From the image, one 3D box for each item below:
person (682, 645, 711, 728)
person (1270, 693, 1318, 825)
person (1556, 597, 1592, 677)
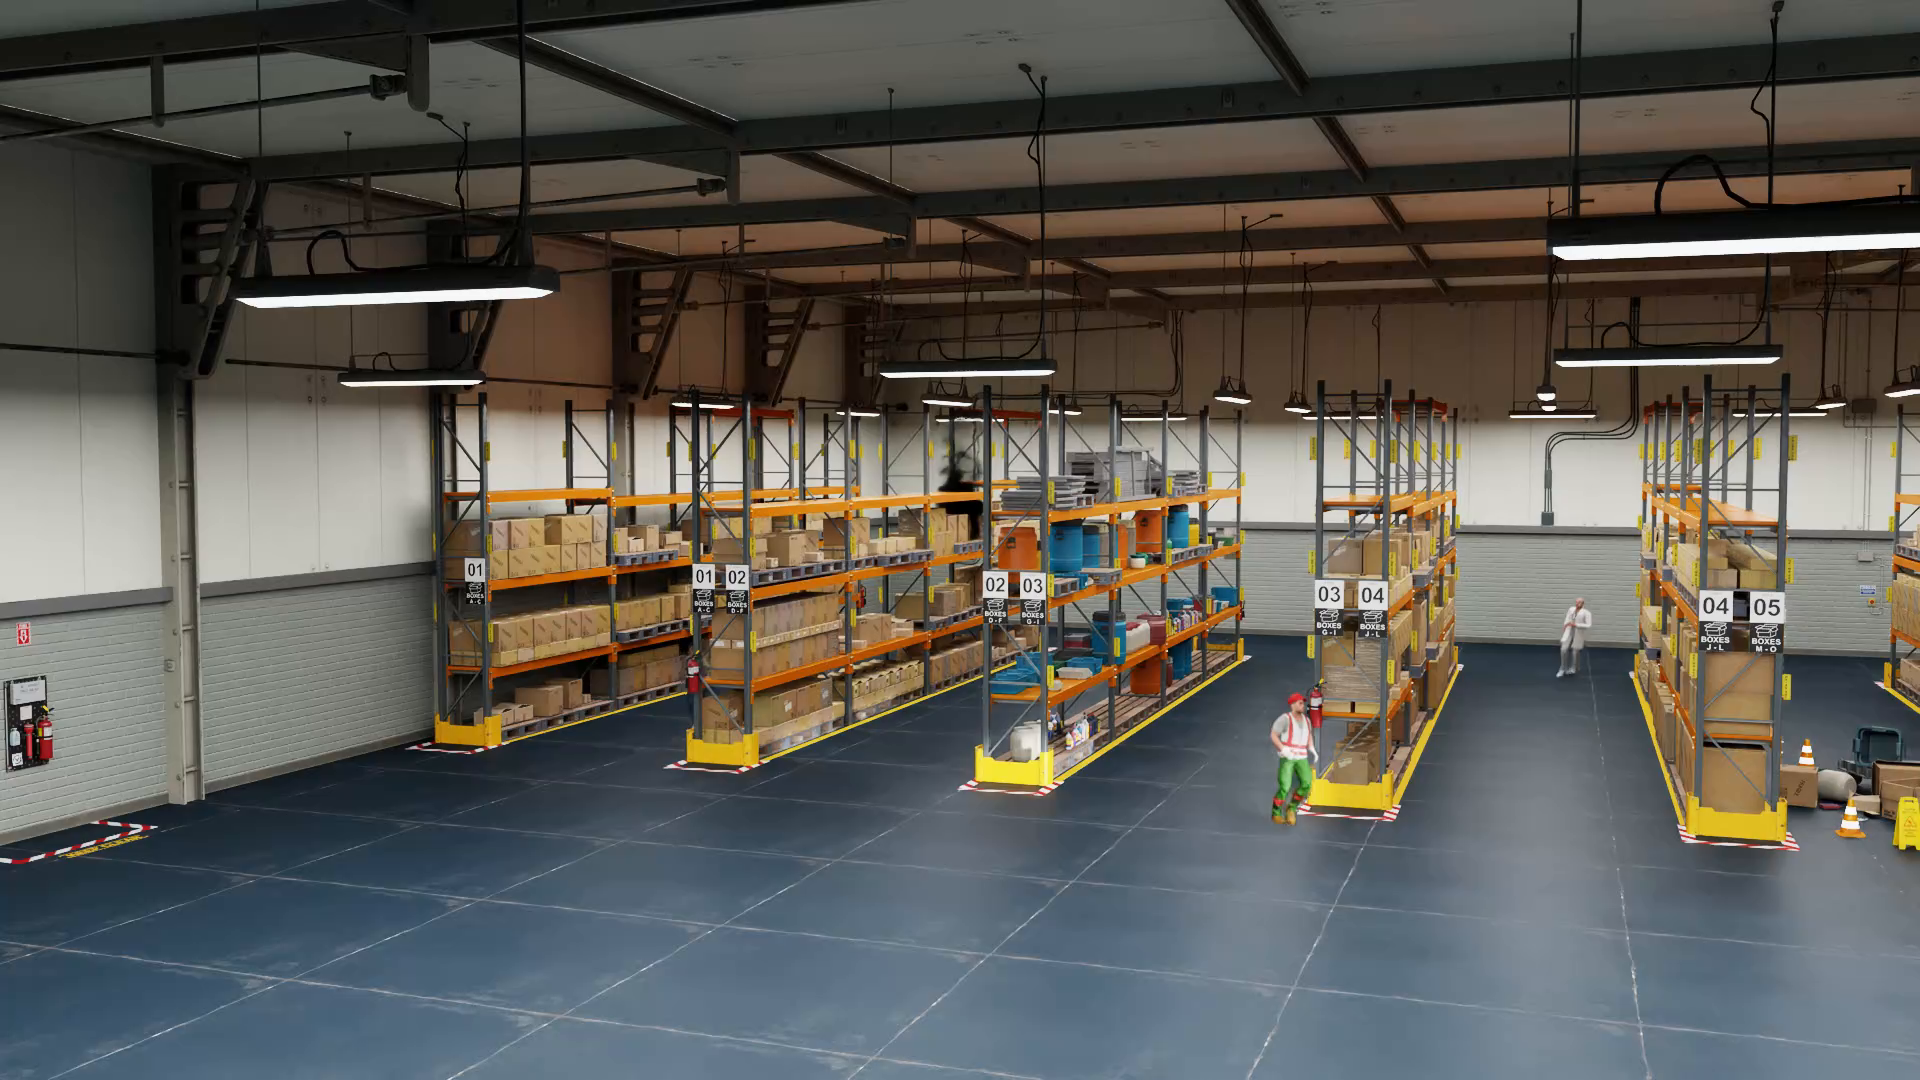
[{"bbox_3d":[-4.693,2.649,29.793,0.562,1.578,0.604,1,3,24],"label":"person"},{"bbox_3d":[4.515,2.932,22.291,0.723,1.743,0.585,-1,3,-19],"label":"person"},{"bbox_3d":[13.740,2.166,36.952,0.694,1.807,0.807,3,4,43],"label":"person"}]
